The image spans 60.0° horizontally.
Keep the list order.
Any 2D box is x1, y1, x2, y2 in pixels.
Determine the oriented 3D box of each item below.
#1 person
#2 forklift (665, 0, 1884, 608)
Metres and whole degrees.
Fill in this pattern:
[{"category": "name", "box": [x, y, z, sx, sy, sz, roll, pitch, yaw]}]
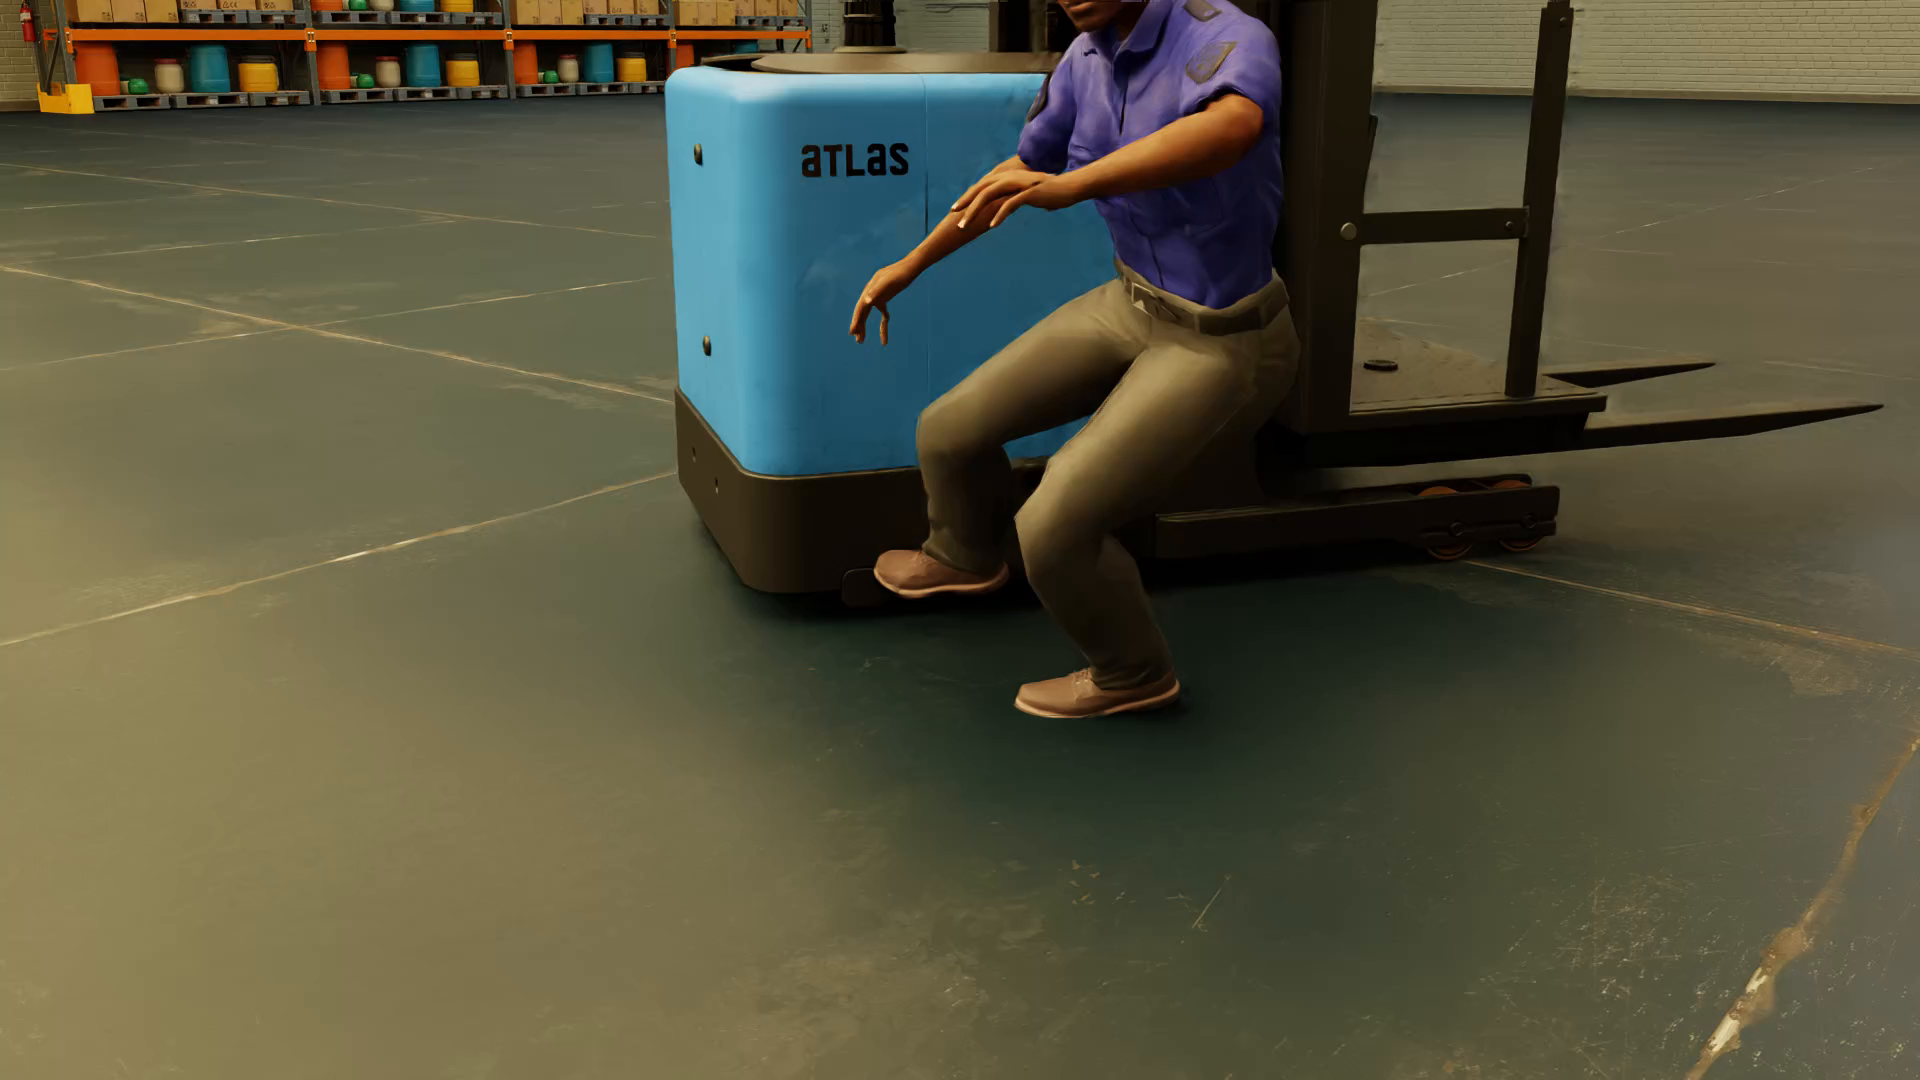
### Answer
[{"category": "person", "box": [0.067, -0.334, 2.669, 0.856, 1.419, 1.196, -10, 20, -31]}, {"category": "forklift", "box": [0.867, -1.497, 3.829, 3.031, 2.935, 1.130, -5, 18, -17]}]
